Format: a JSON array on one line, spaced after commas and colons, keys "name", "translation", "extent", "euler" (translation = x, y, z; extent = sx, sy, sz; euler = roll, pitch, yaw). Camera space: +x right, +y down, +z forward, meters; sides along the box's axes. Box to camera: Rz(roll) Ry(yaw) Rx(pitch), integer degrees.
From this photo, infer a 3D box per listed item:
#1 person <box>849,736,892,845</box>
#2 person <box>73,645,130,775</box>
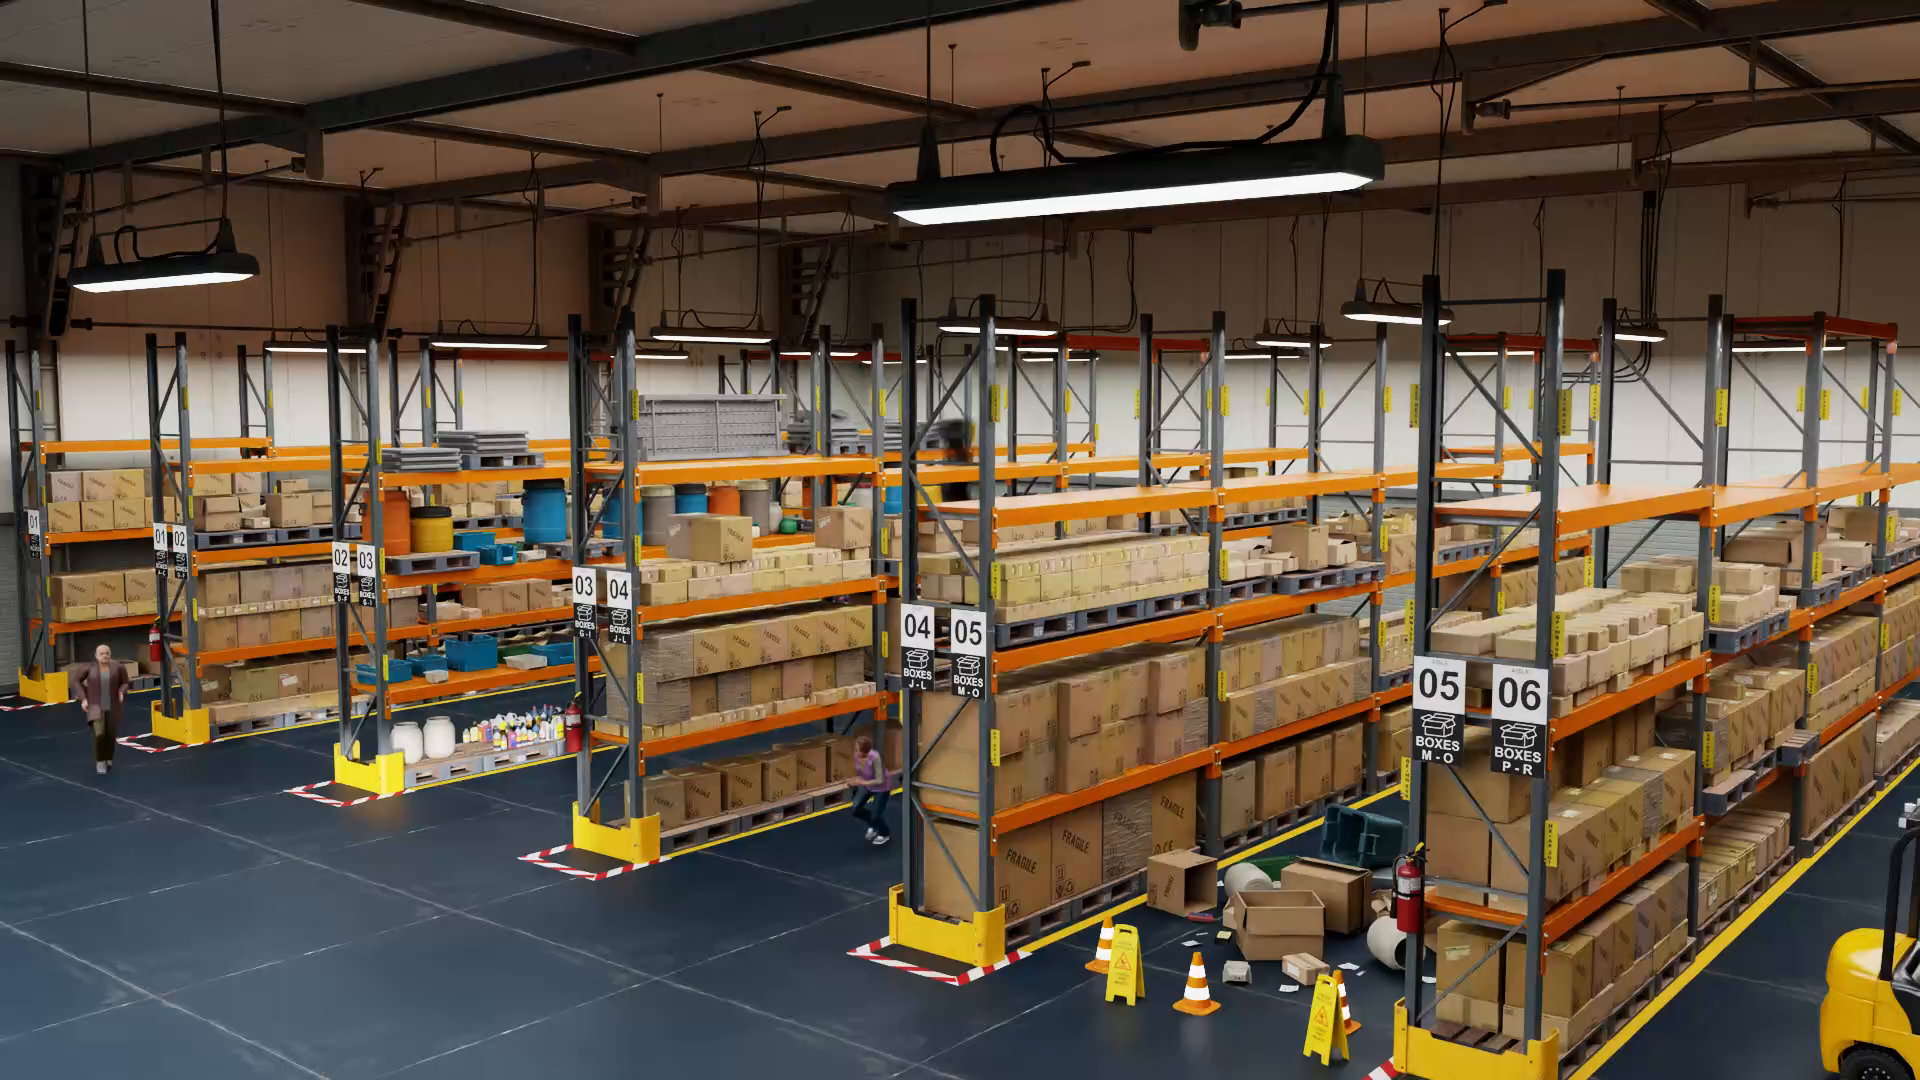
[{"name": "person", "translation": [-1.005, 2.806, 18.586], "extent": [0.552, 1.359, 0.919], "euler": [3, 6, 32]}, {"name": "person", "translation": [-11.563, 2.293, 22.453], "extent": [0.655, 1.781, 0.847], "euler": [-4, 6, -36]}]
